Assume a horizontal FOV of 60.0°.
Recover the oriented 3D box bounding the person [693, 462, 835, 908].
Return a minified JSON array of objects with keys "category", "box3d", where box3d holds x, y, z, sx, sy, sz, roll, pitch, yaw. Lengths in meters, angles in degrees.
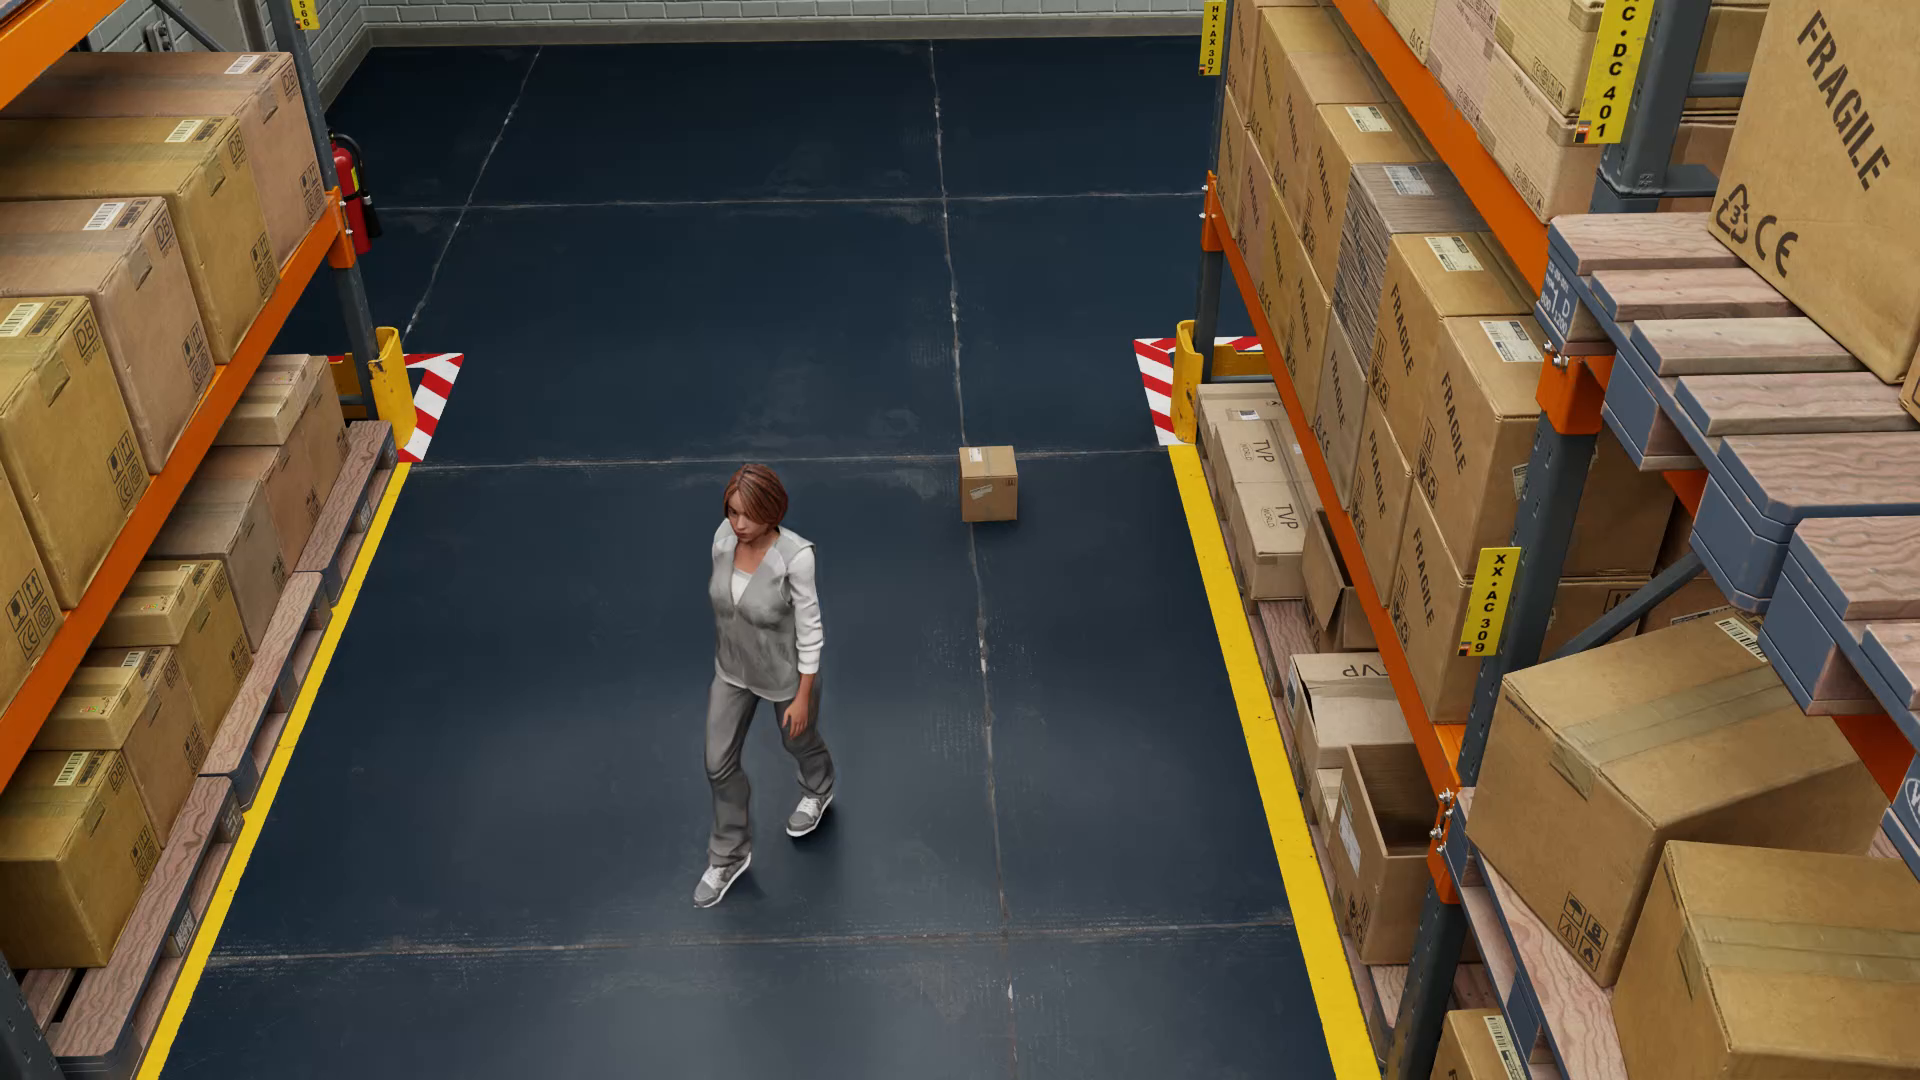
[{"category":"person","box3d":[-0.651,0.476,5.495,0.449,1.621,0.675,14,38,19]}]
